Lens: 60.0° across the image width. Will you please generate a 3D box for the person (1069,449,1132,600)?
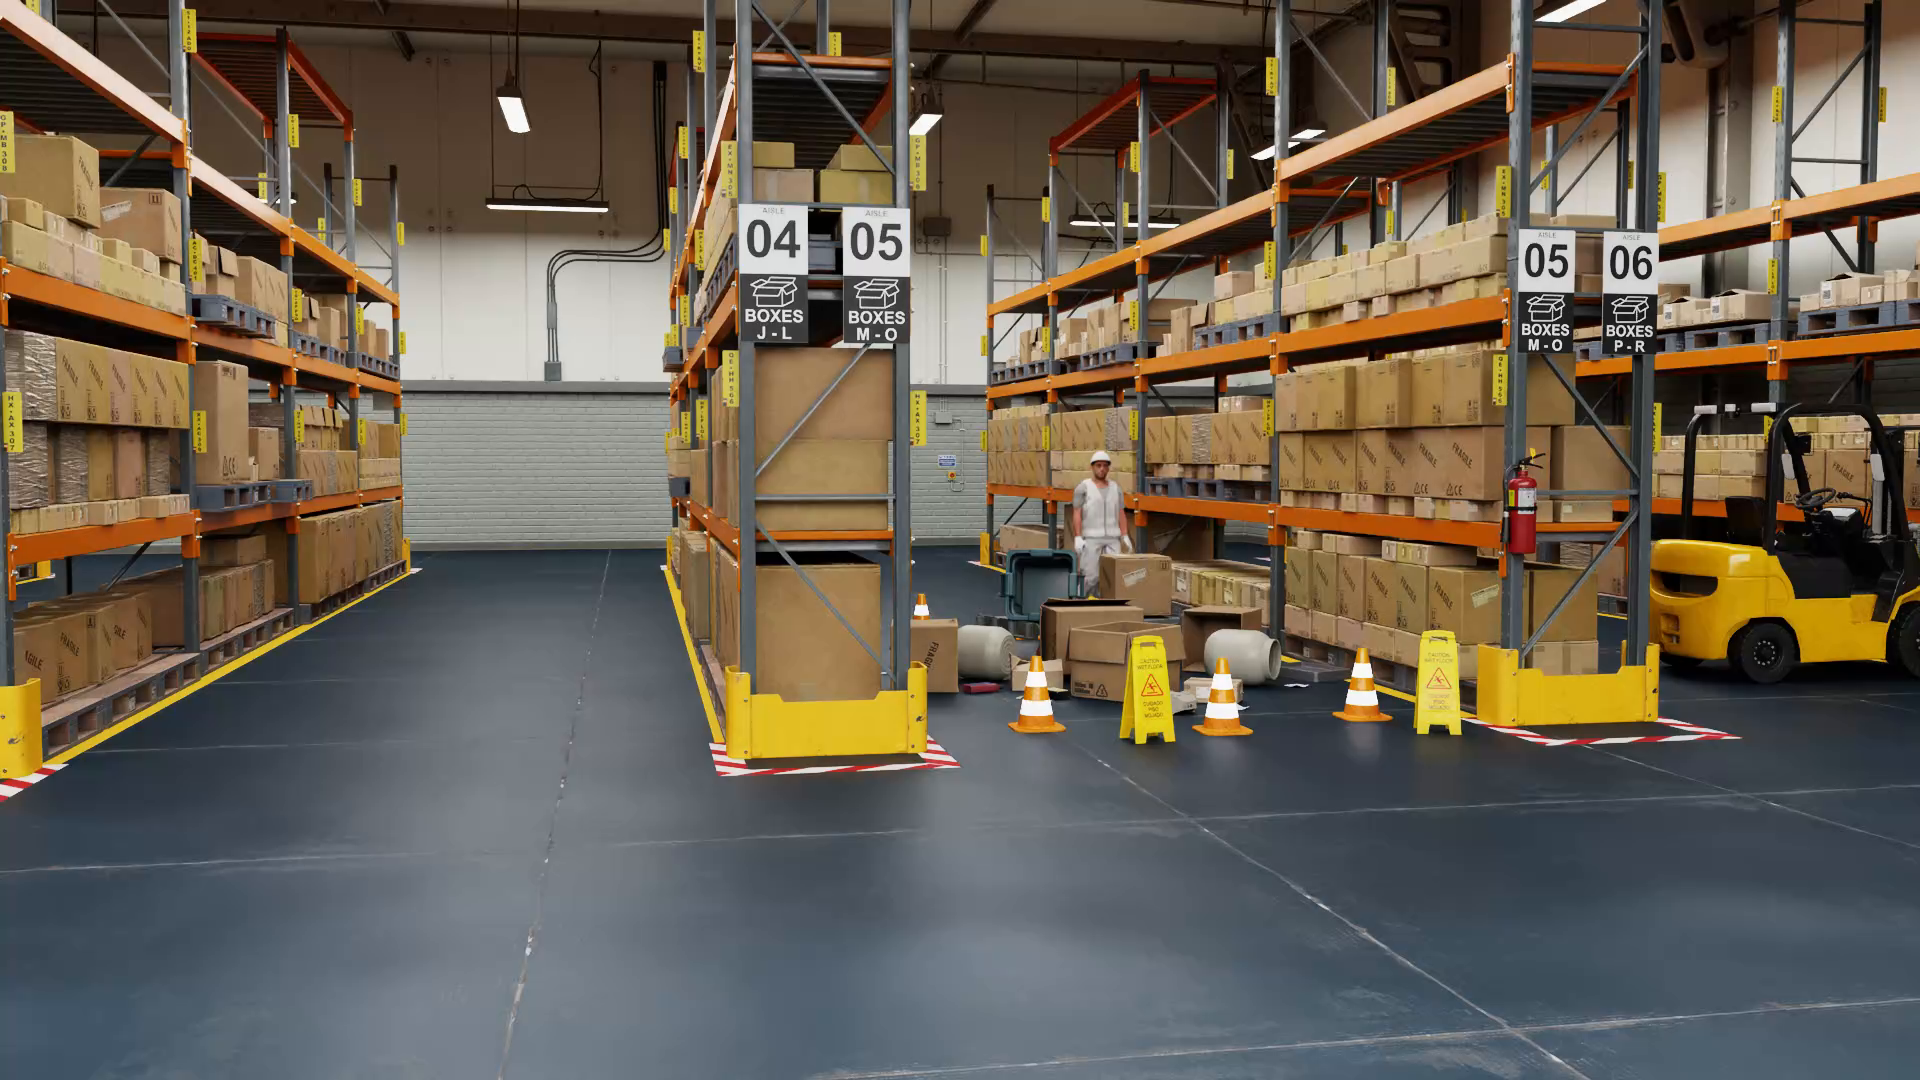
[{"bbox_3d":[1.376,0.021,16.220,0.558,1.811,0.512,-1,3,-17],"label":"person"}]
